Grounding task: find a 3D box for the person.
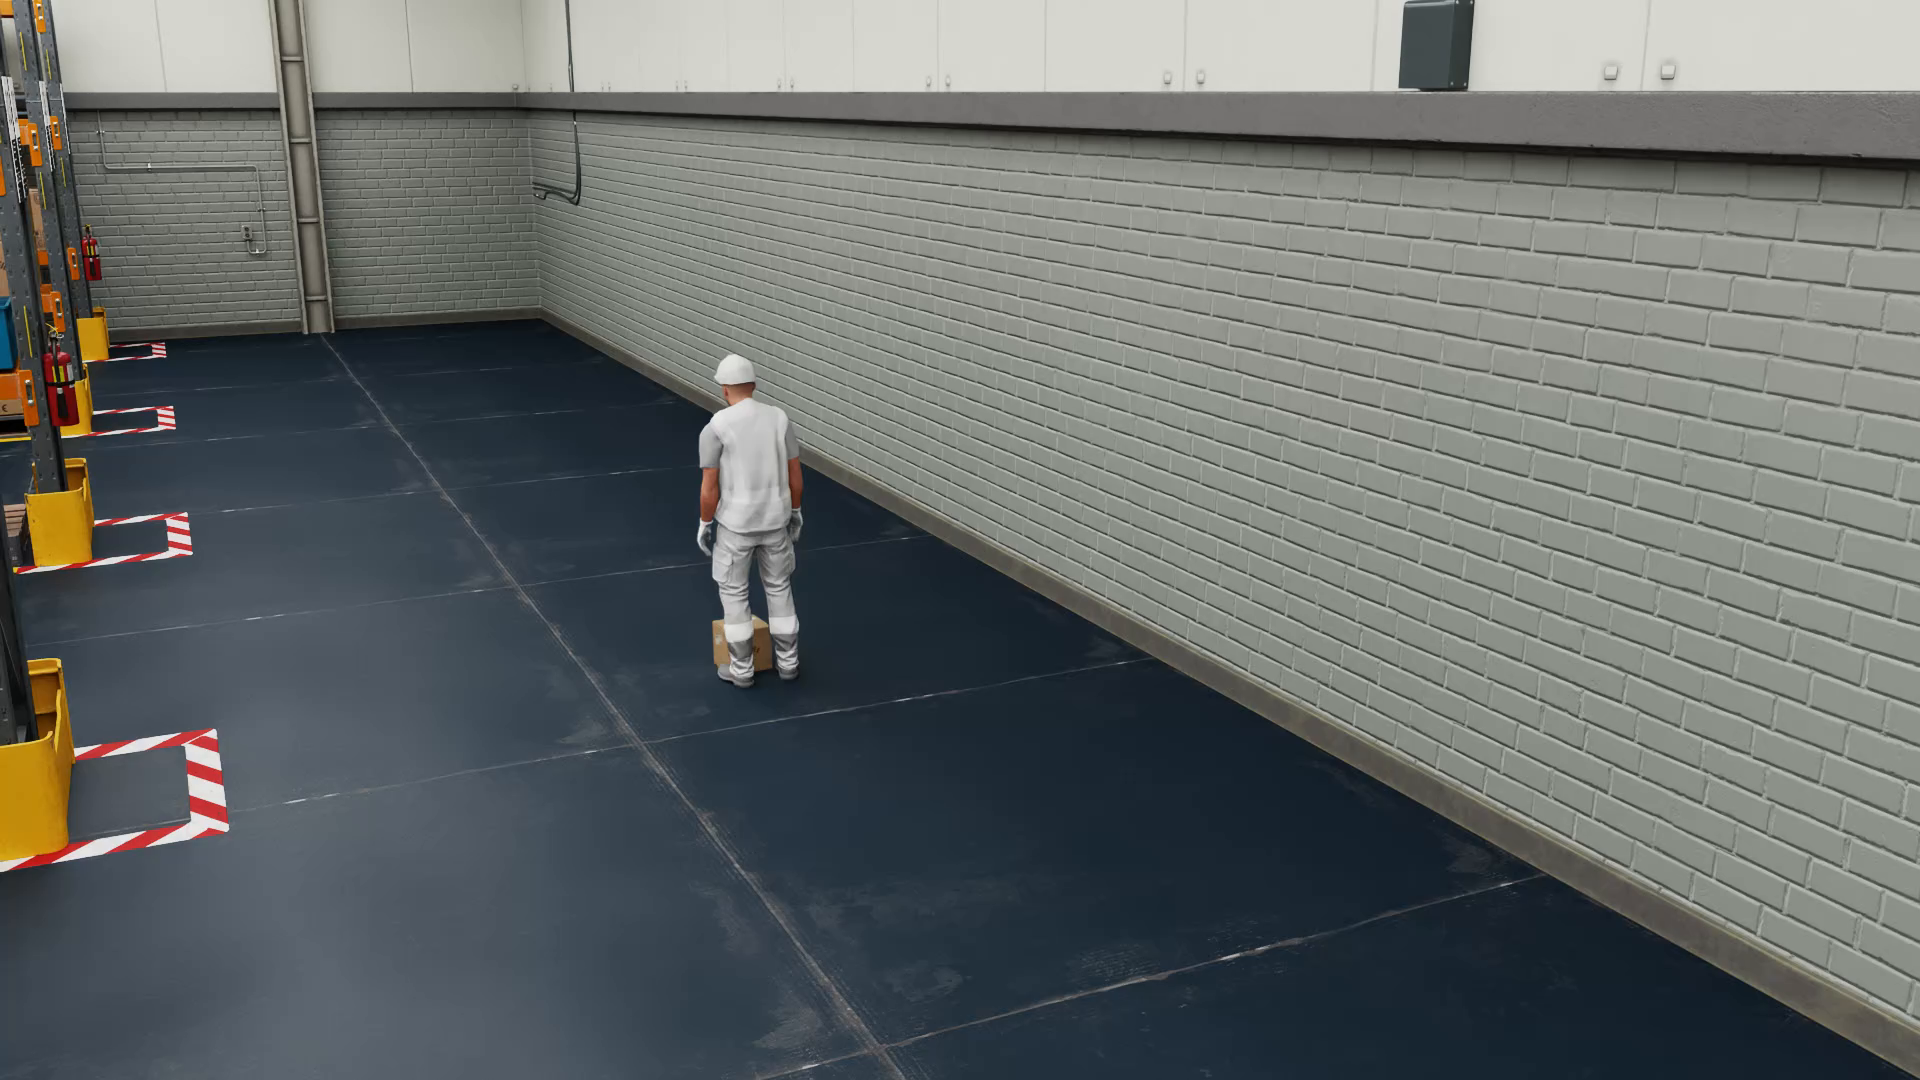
[{"bbox_3d":[-1.117,-0.099,8.860,0.609,1.777,0.453,-8,17,-28],"label":"person"}]
